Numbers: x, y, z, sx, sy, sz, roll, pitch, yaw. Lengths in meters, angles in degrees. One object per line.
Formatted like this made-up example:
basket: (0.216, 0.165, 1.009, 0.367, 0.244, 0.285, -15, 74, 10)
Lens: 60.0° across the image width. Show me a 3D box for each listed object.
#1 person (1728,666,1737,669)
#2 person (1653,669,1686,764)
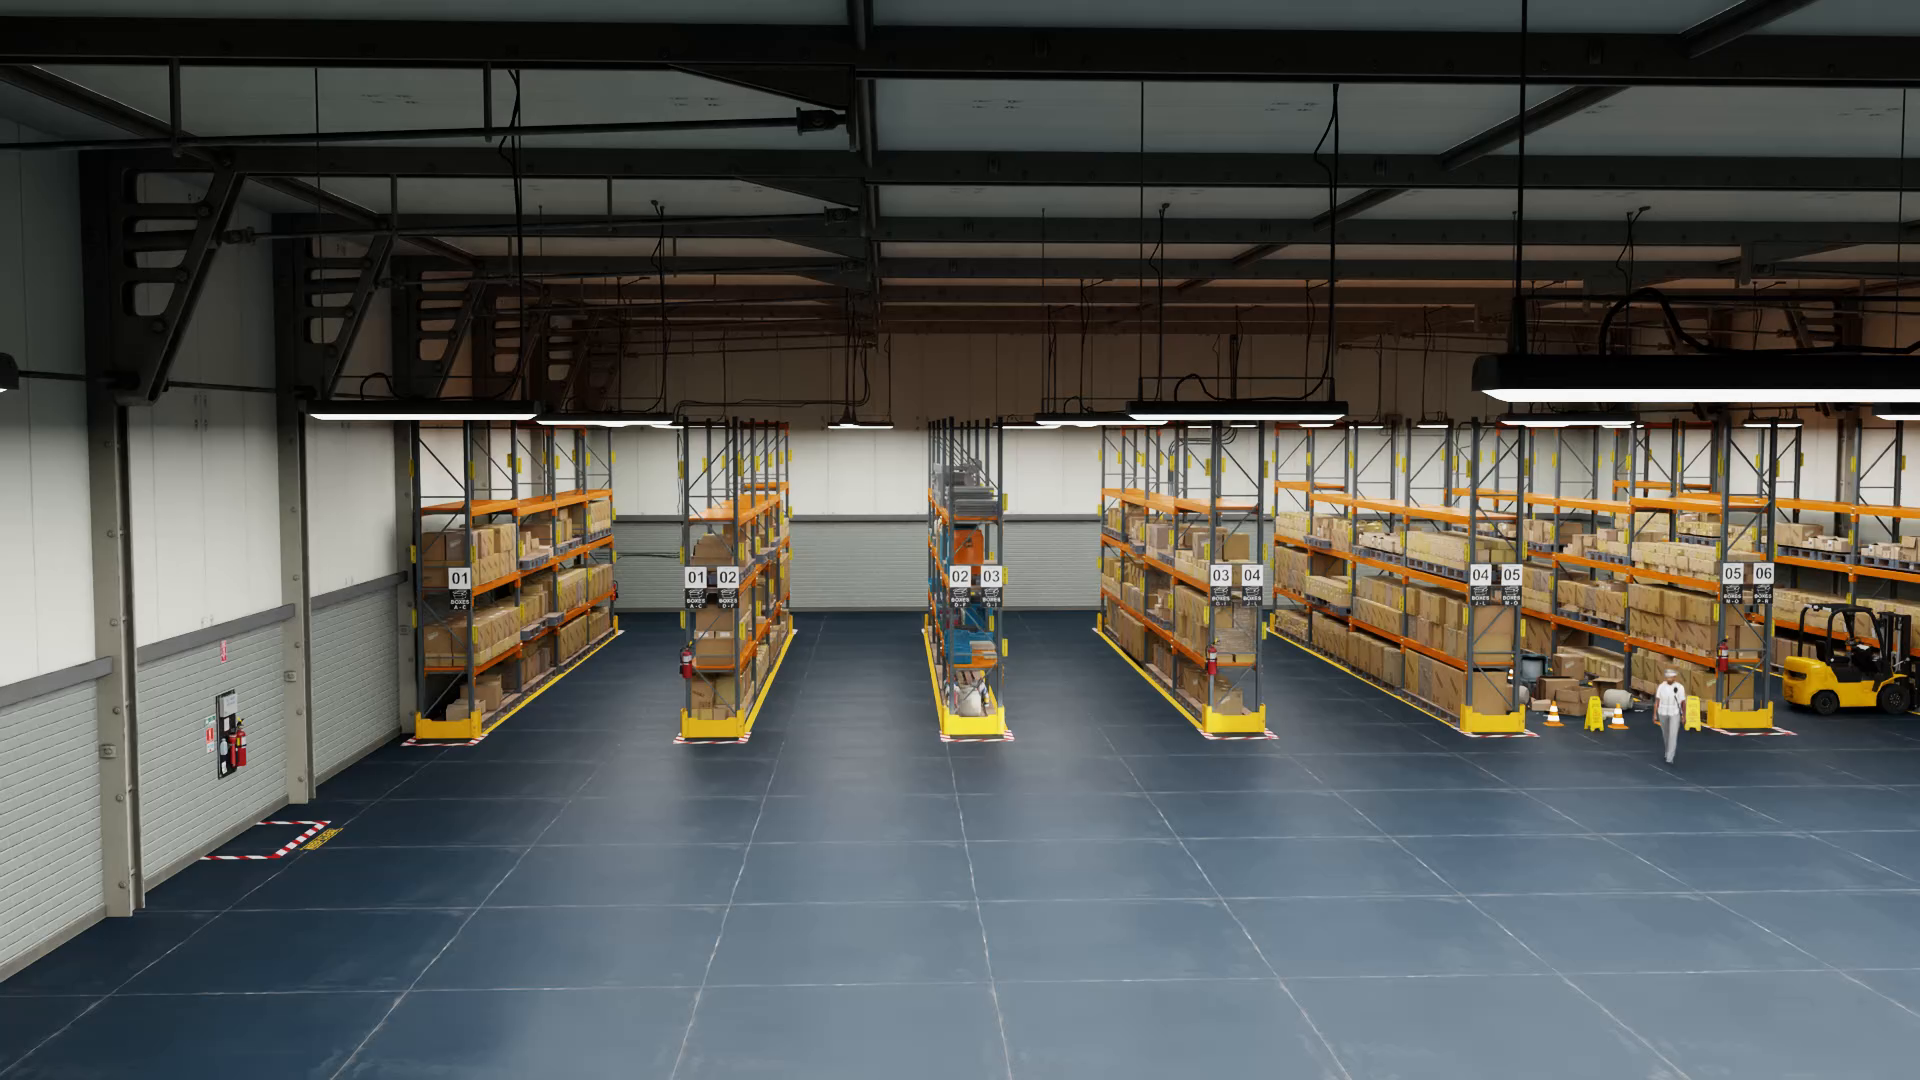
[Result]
person: (16.622, 2.499, 35.938, 0.550, 1.771, 0.524, 0, 4, -2)
person: (12.222, 3.024, 28.692, 0.474, 1.613, 1.020, 3, 5, 41)
